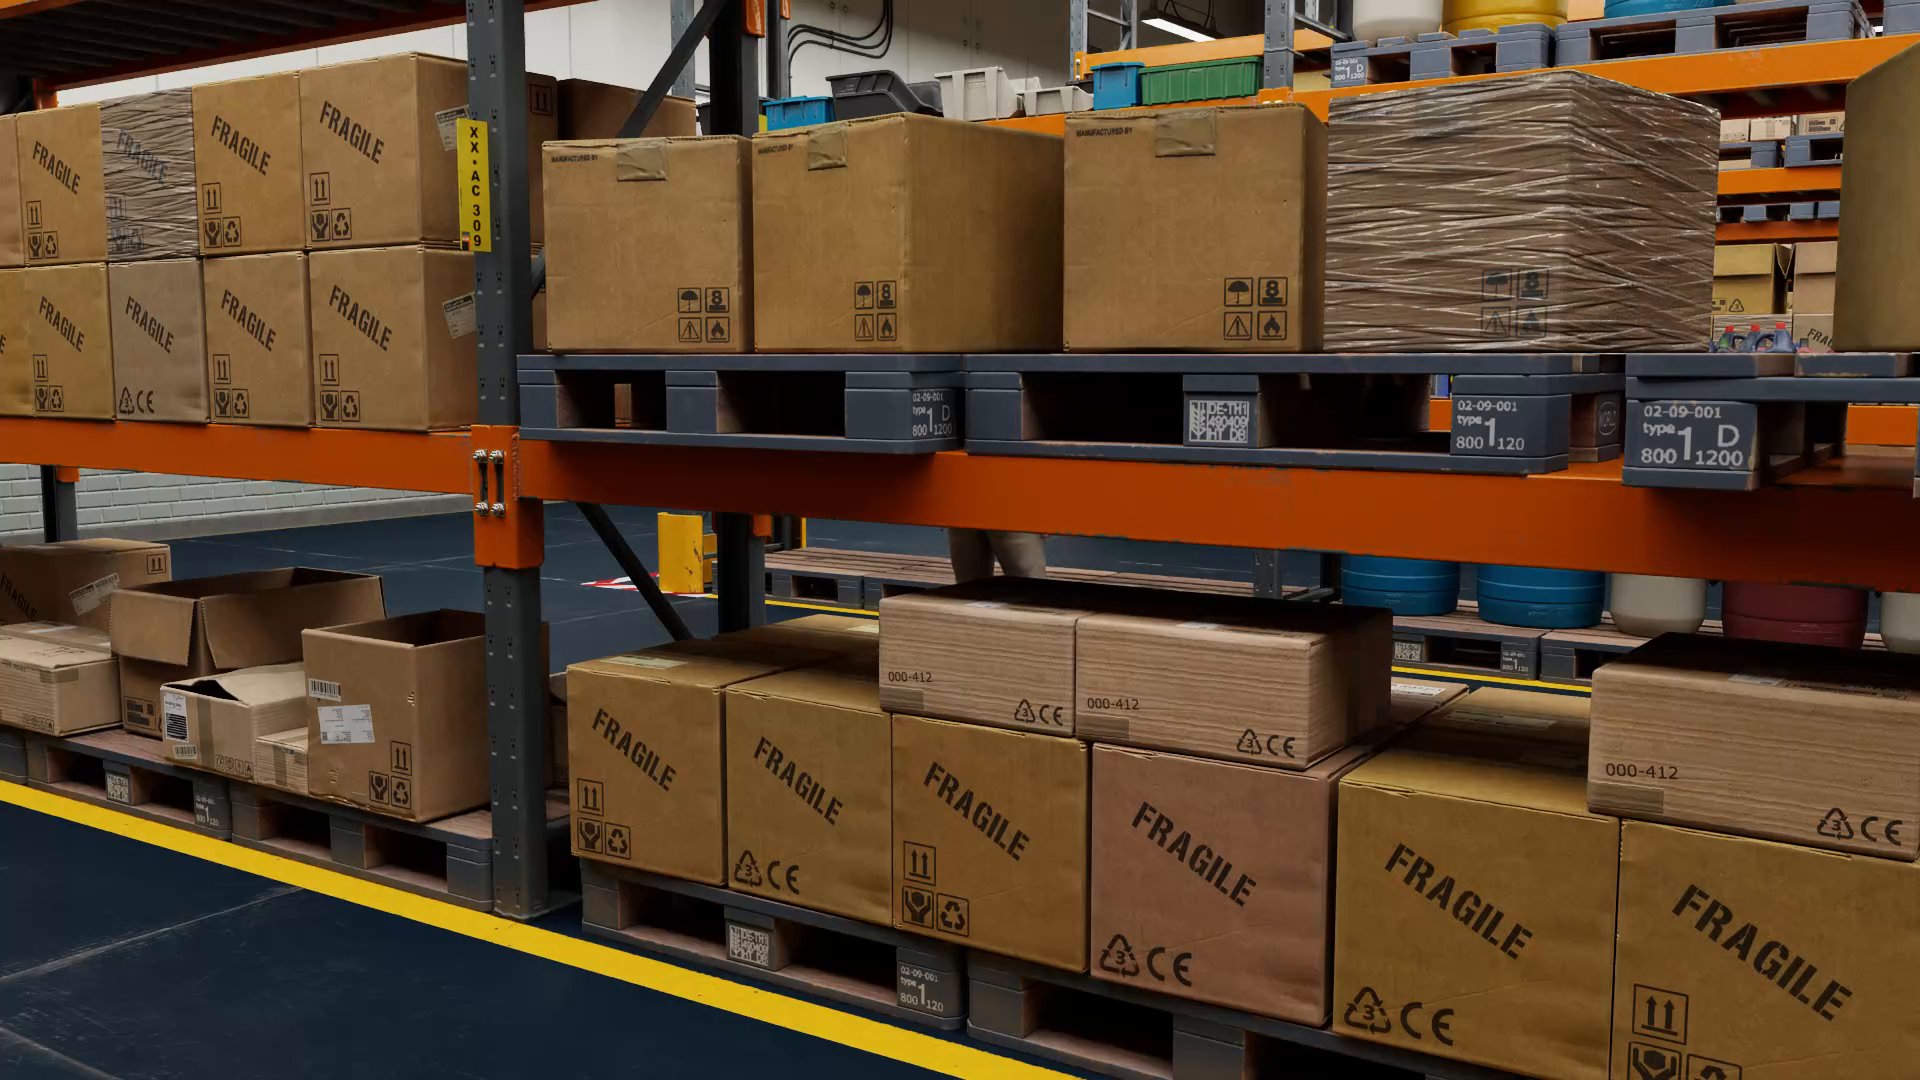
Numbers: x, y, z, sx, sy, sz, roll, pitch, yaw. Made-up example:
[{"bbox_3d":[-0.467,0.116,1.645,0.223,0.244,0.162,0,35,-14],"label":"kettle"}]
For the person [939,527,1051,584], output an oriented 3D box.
[{"bbox_3d":[0.155,-0.157,7.266,0.606,1.727,0.399,4,7,30],"label":"person"}]
